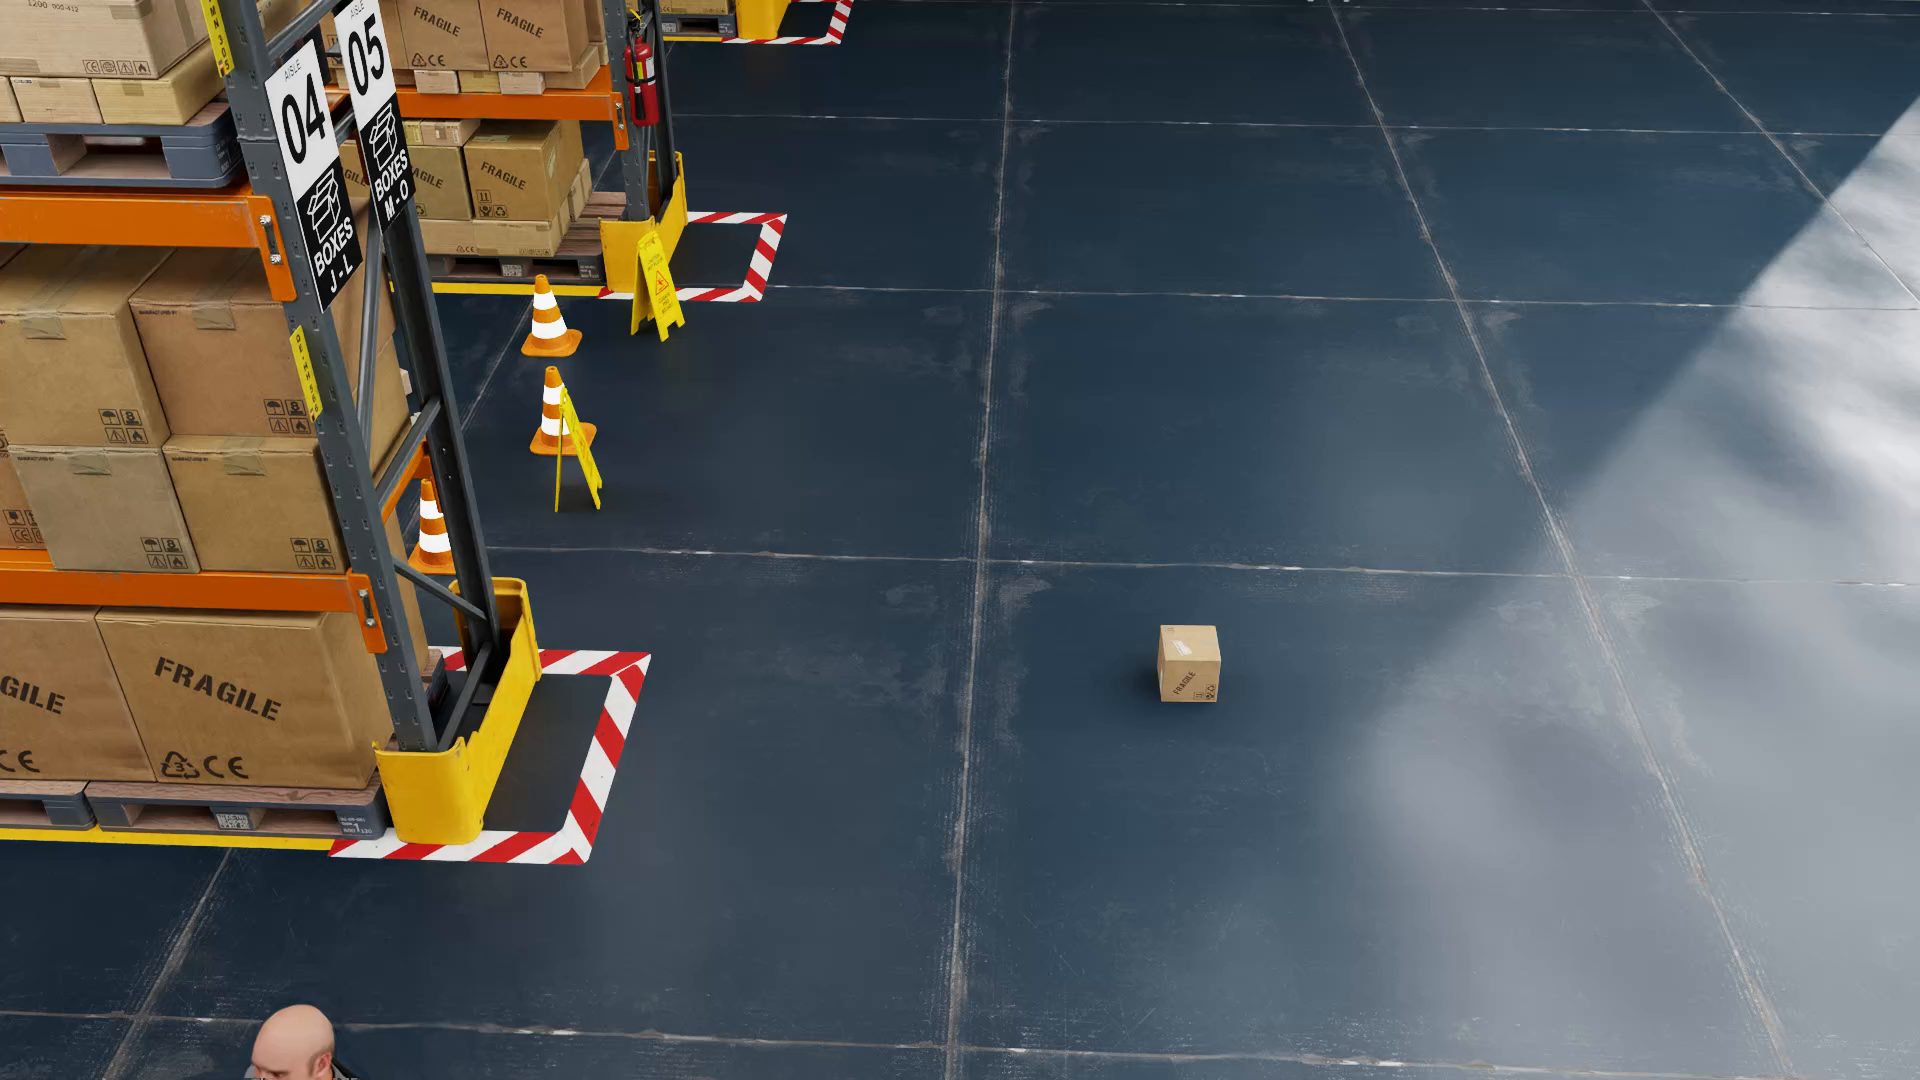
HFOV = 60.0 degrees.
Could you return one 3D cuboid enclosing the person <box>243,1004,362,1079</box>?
[{"bbox_3d":[-1.681,1.876,4.506,0.536,1.682,0.971,25,42,31],"label":"person"}]
